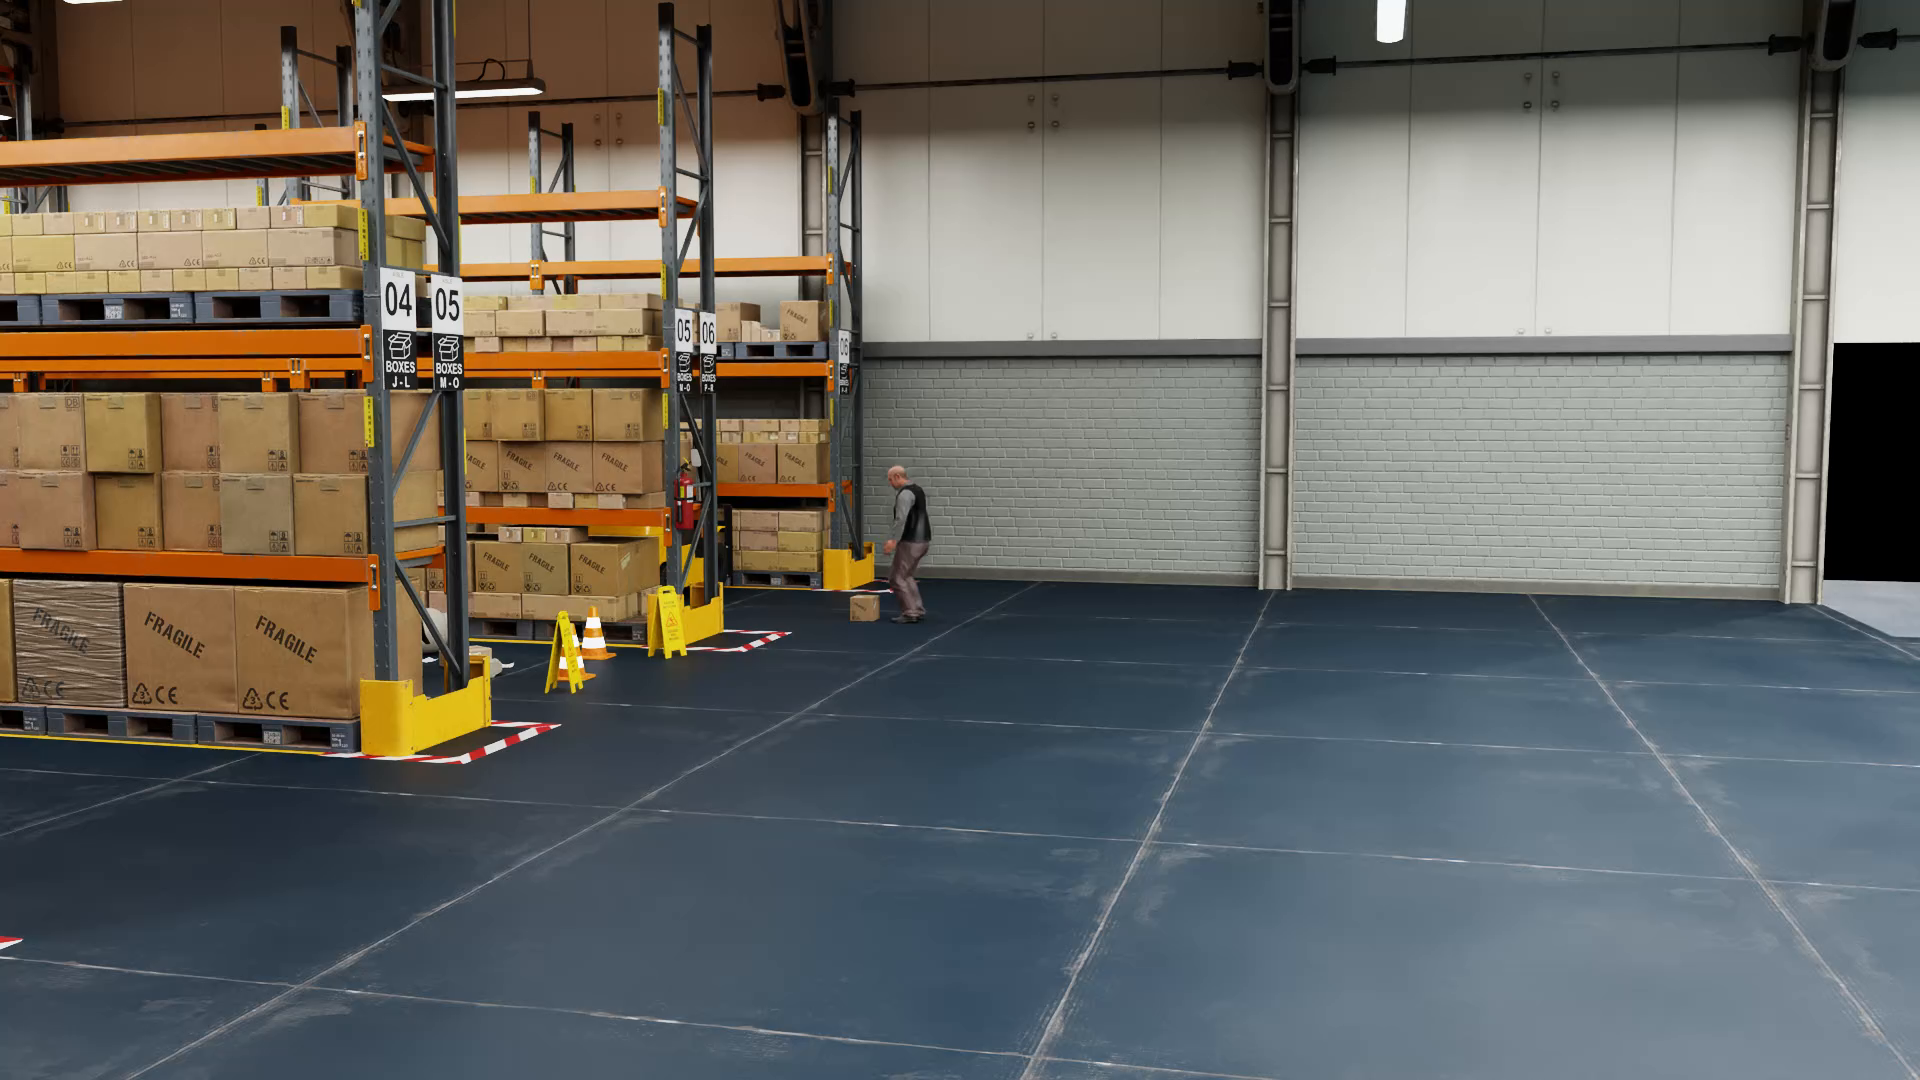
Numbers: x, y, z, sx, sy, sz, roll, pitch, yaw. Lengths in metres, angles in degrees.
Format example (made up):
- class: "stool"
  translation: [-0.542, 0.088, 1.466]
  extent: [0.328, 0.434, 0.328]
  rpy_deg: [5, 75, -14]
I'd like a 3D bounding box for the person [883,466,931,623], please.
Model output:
- class: "person"
  translation: [-0.547, 0.044, 17.576]
  extent: [0.447, 1.658, 0.563]
  rpy_deg: [1, 5, 15]
